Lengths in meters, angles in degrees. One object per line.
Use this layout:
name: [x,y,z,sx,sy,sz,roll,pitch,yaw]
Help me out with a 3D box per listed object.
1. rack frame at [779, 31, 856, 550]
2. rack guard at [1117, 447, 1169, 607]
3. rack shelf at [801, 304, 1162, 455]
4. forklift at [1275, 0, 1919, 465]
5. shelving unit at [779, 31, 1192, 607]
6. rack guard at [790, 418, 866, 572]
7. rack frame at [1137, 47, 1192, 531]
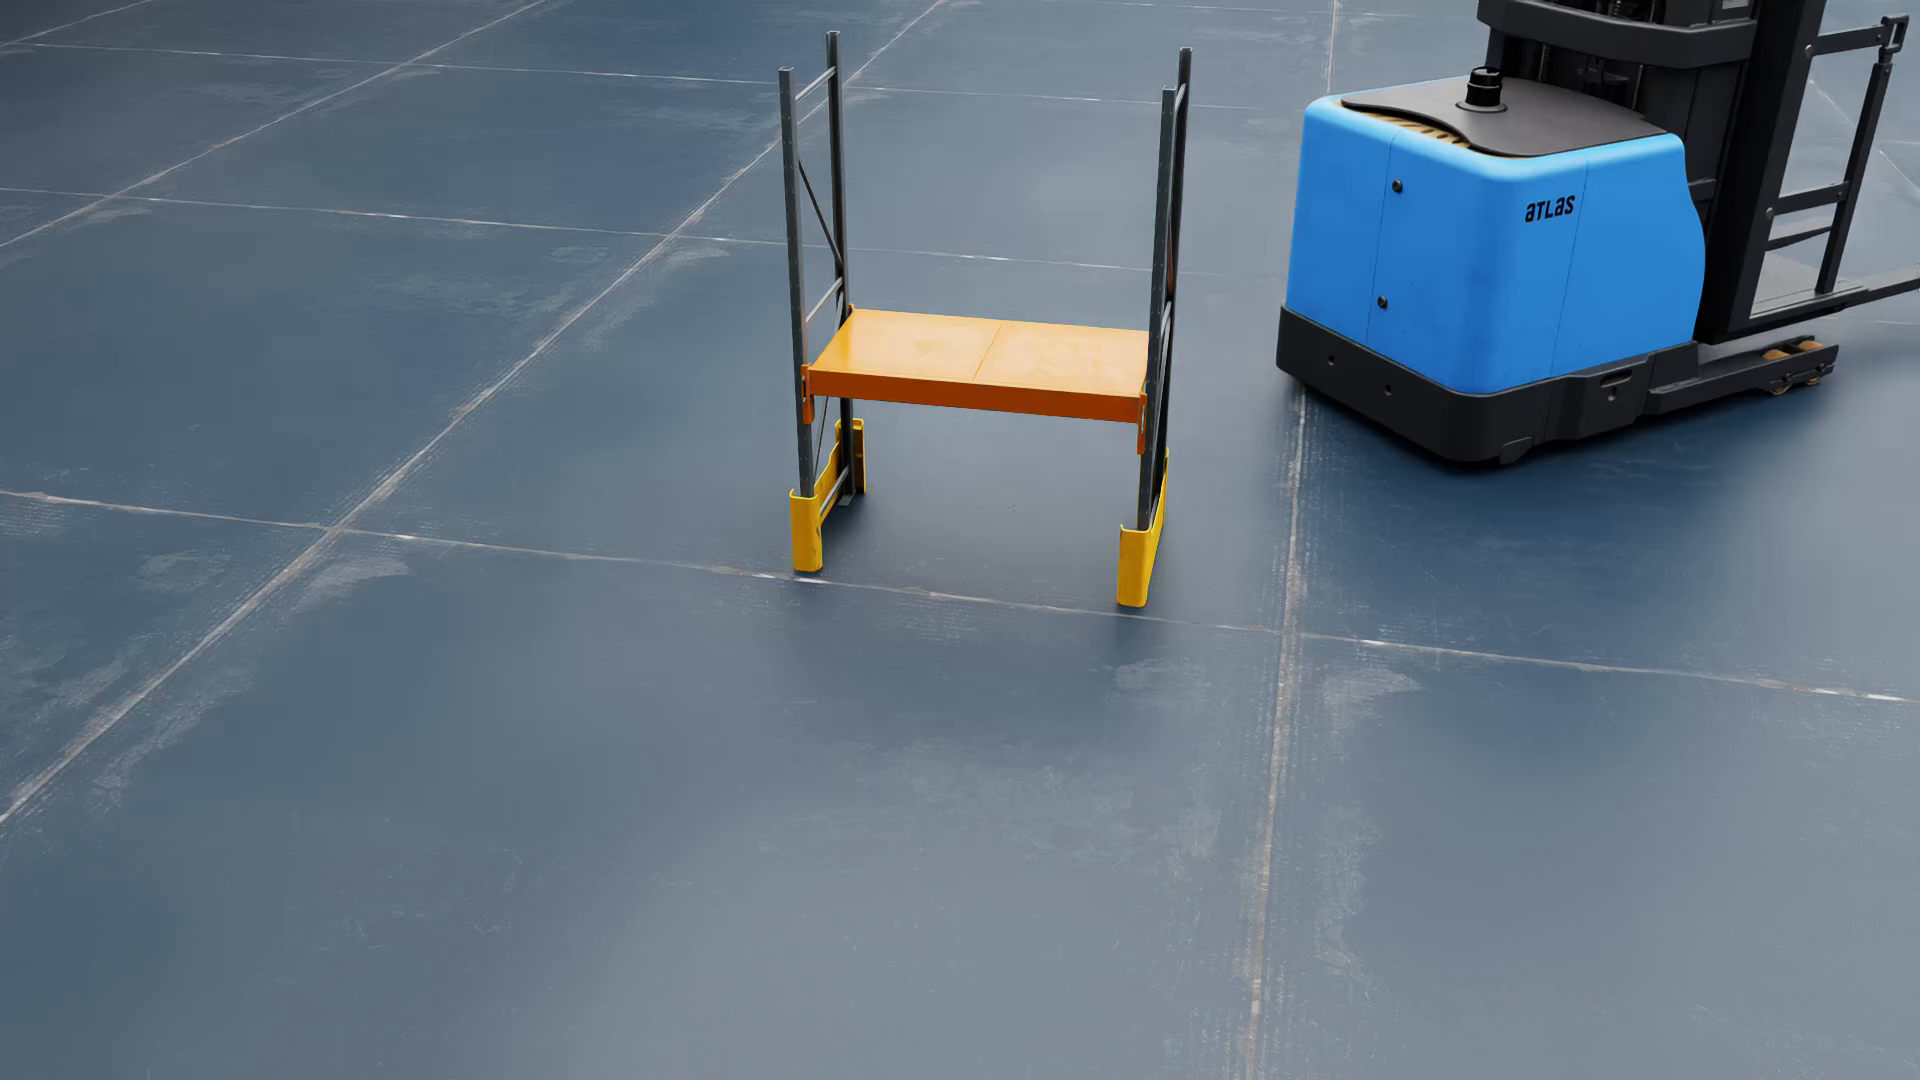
rack frame: [-0.414,-0.700,4.967,0.032,1.500,0.500,6,29,11]
rack guard: [0.562,-0.052,5.085,0.087,0.250,0.587,6,29,11]
rack shelf: [0.083,-0.492,4.961,1.000,0.185,0.538,6,29,11]
forklift: [2.741,-2.037,5.918,3.031,2.935,1.130,-15,32,-25]
shelving unit: [0.075,-0.650,4.876,1.083,1.500,0.587,6,29,11]
rack guard: [-0.412,-0.152,5.267,0.087,0.250,0.587,6,29,11]
rack frame: [0.581,-0.598,4.781,0.032,1.500,0.500,6,29,11]
